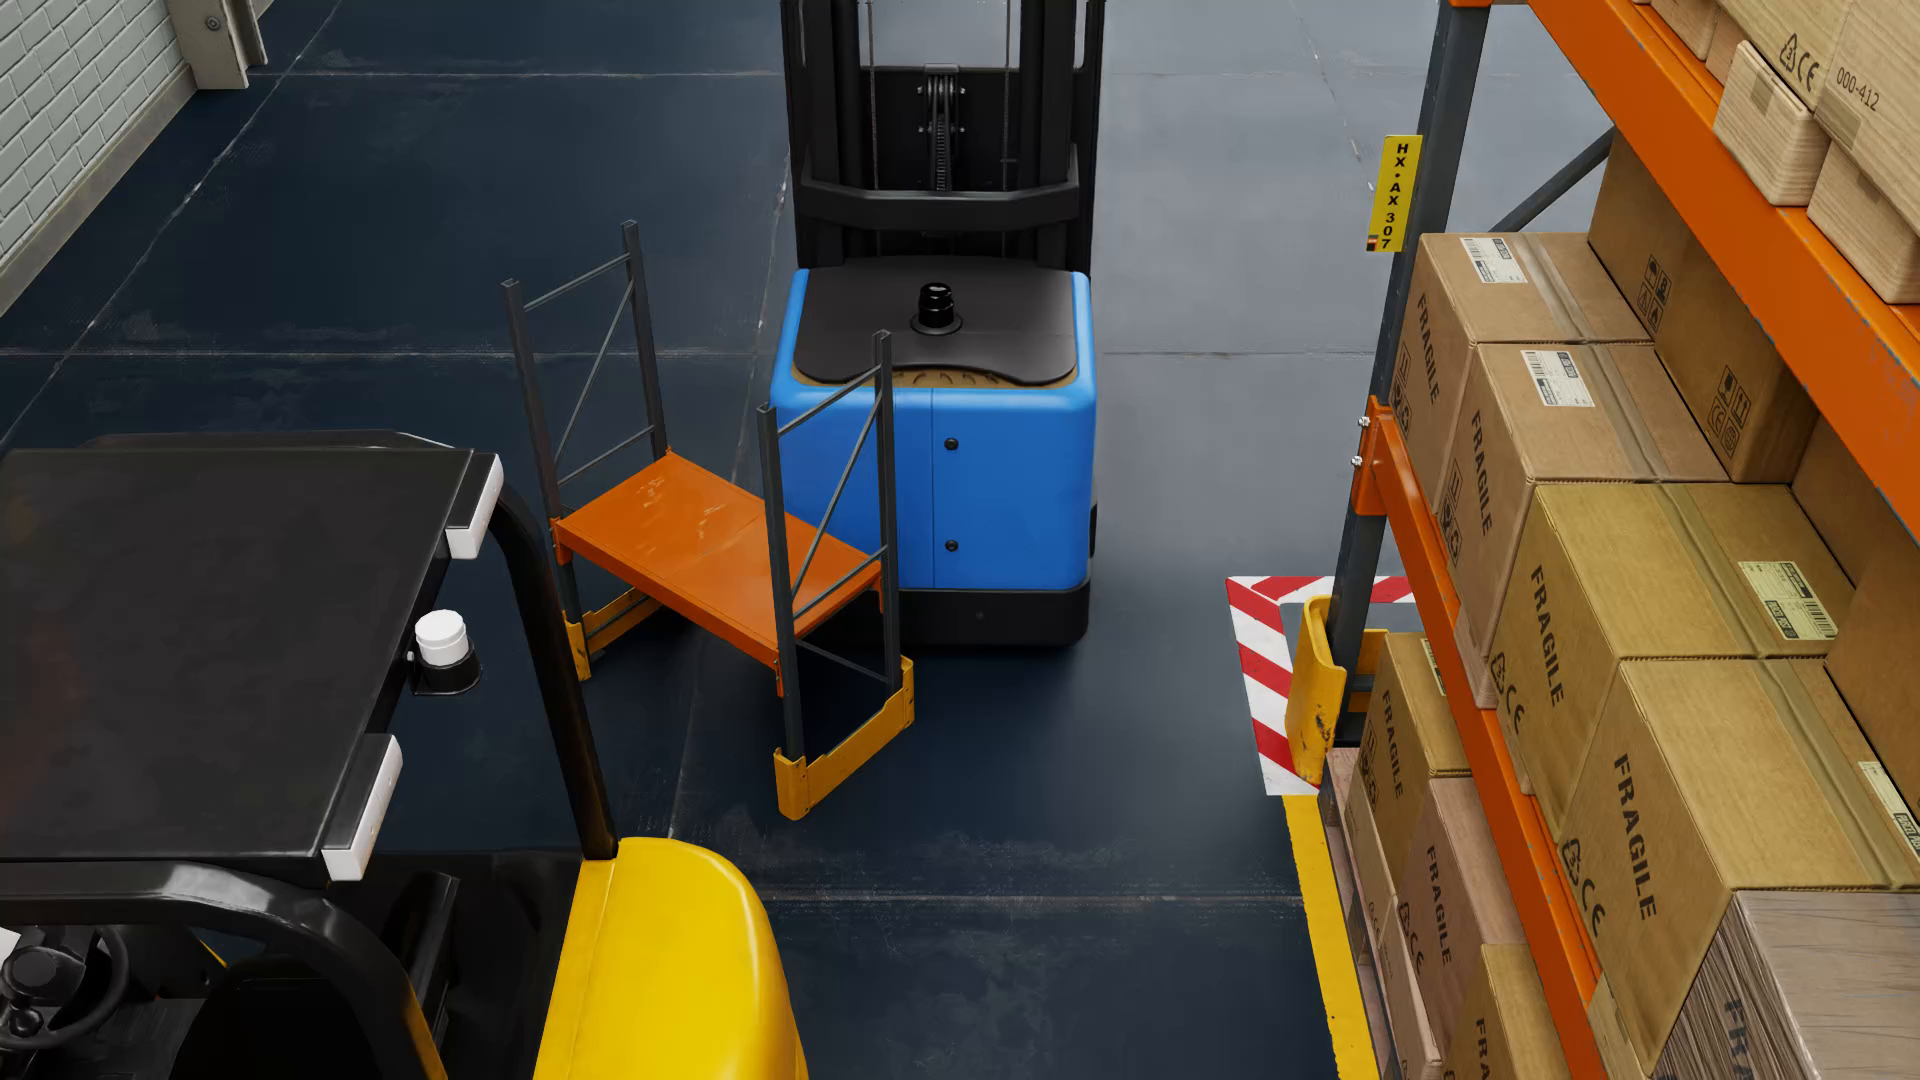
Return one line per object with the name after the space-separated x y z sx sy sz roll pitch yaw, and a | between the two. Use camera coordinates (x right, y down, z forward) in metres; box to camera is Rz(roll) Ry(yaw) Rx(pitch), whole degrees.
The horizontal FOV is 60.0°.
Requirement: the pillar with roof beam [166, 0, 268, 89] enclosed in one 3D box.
0.092 -6.202 6.794 9.100 9.000 0.400 0 39 0 | pillar with roof beam

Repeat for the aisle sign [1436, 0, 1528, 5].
1.348 -1.601 3.770 0.394 0.787 0.004 0 39 0 | aisle sign

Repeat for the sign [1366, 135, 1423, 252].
1.115 -0.885 4.264 0.100 0.325 0.005 0 39 0 | sign

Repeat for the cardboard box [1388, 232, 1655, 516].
1.381 -0.407 4.041 0.500 0.500 0.500 -1 39 -1 | cardboard box

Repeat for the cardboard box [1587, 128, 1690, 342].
1.877 -0.774 3.700 0.700 0.500 0.500 -1 39 -1 | cardboard box

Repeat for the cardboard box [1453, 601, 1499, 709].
1.339 0.245 3.746 0.380 0.149 0.250 1 39 1 | cardboard box

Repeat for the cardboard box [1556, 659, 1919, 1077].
1.395 0.554 2.842 0.500 0.500 0.500 -1 39 -1 | cardboard box

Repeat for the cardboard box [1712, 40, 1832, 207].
1.339 -0.605 2.408 0.380 0.149 0.250 0 39 0 | cardboard box

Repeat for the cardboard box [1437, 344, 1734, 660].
1.385 -0.083 3.637 0.500 0.500 0.500 1 39 1 | cardboard box

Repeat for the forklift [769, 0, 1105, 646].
-0.053 -1.678 6.000 1.130 2.935 3.031 1 39 1 | forklift

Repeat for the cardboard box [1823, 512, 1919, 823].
1.835 0.173 2.518 0.700 0.500 0.500 0 39 0 | cardboard box

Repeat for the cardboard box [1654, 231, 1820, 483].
1.870 -0.457 3.305 0.700 0.500 0.500 0 39 0 | cardboard box

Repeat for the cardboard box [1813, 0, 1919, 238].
1.389 -0.503 1.963 0.500 0.250 0.500 1 39 1 | cardboard box

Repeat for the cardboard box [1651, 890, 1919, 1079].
1.401 0.874 2.443 0.500 0.500 0.500 1 39 1 | cardboard box

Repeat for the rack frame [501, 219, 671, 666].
-1.149 -0.265 5.382 0.032 1.500 0.500 27 46 29 | rack frame

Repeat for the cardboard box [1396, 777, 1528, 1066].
1.388 0.915 3.973 0.500 0.500 0.500 -1 39 -2 | cardboard box

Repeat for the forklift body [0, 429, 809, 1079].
-1.479 0.974 3.315 2.313 2.155 1.214 0 39 0 | forklift body

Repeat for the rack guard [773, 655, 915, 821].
-0.358 0.620 5.276 0.087 0.250 0.587 27 46 29 | rack guard

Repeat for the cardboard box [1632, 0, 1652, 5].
1.390 -1.083 3.005 0.380 0.149 0.250 1 39 1 | cardboard box

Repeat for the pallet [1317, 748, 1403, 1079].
1.624 1.096 4.714 1.003 0.211 1.213 0 39 0 | pallet

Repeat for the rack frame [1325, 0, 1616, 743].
1.658 -0.548 4.535 1.000 3.000 0.127 0 39 0 | rack frame

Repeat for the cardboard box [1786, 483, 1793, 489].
1.930 -0.051 3.597 0.500 0.500 0.500 0 39 0 | cardboard box

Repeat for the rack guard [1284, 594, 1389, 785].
1.658 0.475 5.258 1.175 0.500 0.348 0 39 0 | rack guard

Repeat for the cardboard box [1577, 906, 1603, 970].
1.404 0.737 3.132 0.380 0.149 0.250 -1 39 -1 | cardboard box

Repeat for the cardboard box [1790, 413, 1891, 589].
1.973 -0.139 2.907 0.700 0.500 0.500 0 39 -1 | cardboard box

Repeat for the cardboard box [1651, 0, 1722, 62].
1.414 -0.928 2.812 0.380 0.149 0.250 0 39 0 | cardboard box

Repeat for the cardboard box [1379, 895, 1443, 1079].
1.375 1.185 4.236 0.500 0.250 0.500 1 39 2 | cardboard box

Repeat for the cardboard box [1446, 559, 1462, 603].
1.385 0.086 3.944 0.380 0.149 0.250 -1 39 -1 | cardboard box

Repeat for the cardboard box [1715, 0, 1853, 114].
1.408 -0.823 2.362 0.500 0.250 0.500 1 39 1 | cardboard box

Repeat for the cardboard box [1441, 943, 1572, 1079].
1.380 1.229 3.581 0.500 0.500 0.500 1 39 1 | cardboard box

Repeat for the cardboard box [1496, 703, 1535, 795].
1.373 0.407 3.544 0.380 0.149 0.250 1 39 1 | cardboard box

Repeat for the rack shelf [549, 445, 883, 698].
-0.753 0.074 5.246 1.000 0.185 0.538 27 46 29 | rack shelf

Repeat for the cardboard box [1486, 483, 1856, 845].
1.387 0.236 3.239 0.500 0.500 0.500 -1 39 -1 | cardboard box

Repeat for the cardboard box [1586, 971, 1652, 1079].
1.346 0.894 2.936 0.380 0.149 0.250 0 39 0 | cardboard box

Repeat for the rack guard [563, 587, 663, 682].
-1.134 0.230 5.763 0.087 0.250 0.587 27 46 29 | rack guard

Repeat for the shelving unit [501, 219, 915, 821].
-0.746 -0.063 5.129 1.083 1.500 0.587 27 46 29 | shelving unit

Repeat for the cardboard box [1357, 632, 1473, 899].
1.383 0.588 4.381 0.500 0.500 0.500 -1 39 -2 | cardboard box

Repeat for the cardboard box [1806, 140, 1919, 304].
1.380 -0.440 2.203 0.380 0.149 0.250 -1 39 -1 | cardboard box

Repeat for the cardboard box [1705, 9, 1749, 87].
1.419 -0.762 2.605 0.380 0.149 0.250 -1 39 -1 | cardboard box

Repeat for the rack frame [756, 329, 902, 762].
-0.357 0.133 4.885 0.032 1.500 0.500 27 46 29 | rack frame

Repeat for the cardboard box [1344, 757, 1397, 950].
1.382 0.866 4.634 0.500 0.250 0.500 0 39 0 | cardboard box

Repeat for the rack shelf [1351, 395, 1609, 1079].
1.660 0.983 3.199 1.077 0.370 4.000 0 39 0 | rack shelf
